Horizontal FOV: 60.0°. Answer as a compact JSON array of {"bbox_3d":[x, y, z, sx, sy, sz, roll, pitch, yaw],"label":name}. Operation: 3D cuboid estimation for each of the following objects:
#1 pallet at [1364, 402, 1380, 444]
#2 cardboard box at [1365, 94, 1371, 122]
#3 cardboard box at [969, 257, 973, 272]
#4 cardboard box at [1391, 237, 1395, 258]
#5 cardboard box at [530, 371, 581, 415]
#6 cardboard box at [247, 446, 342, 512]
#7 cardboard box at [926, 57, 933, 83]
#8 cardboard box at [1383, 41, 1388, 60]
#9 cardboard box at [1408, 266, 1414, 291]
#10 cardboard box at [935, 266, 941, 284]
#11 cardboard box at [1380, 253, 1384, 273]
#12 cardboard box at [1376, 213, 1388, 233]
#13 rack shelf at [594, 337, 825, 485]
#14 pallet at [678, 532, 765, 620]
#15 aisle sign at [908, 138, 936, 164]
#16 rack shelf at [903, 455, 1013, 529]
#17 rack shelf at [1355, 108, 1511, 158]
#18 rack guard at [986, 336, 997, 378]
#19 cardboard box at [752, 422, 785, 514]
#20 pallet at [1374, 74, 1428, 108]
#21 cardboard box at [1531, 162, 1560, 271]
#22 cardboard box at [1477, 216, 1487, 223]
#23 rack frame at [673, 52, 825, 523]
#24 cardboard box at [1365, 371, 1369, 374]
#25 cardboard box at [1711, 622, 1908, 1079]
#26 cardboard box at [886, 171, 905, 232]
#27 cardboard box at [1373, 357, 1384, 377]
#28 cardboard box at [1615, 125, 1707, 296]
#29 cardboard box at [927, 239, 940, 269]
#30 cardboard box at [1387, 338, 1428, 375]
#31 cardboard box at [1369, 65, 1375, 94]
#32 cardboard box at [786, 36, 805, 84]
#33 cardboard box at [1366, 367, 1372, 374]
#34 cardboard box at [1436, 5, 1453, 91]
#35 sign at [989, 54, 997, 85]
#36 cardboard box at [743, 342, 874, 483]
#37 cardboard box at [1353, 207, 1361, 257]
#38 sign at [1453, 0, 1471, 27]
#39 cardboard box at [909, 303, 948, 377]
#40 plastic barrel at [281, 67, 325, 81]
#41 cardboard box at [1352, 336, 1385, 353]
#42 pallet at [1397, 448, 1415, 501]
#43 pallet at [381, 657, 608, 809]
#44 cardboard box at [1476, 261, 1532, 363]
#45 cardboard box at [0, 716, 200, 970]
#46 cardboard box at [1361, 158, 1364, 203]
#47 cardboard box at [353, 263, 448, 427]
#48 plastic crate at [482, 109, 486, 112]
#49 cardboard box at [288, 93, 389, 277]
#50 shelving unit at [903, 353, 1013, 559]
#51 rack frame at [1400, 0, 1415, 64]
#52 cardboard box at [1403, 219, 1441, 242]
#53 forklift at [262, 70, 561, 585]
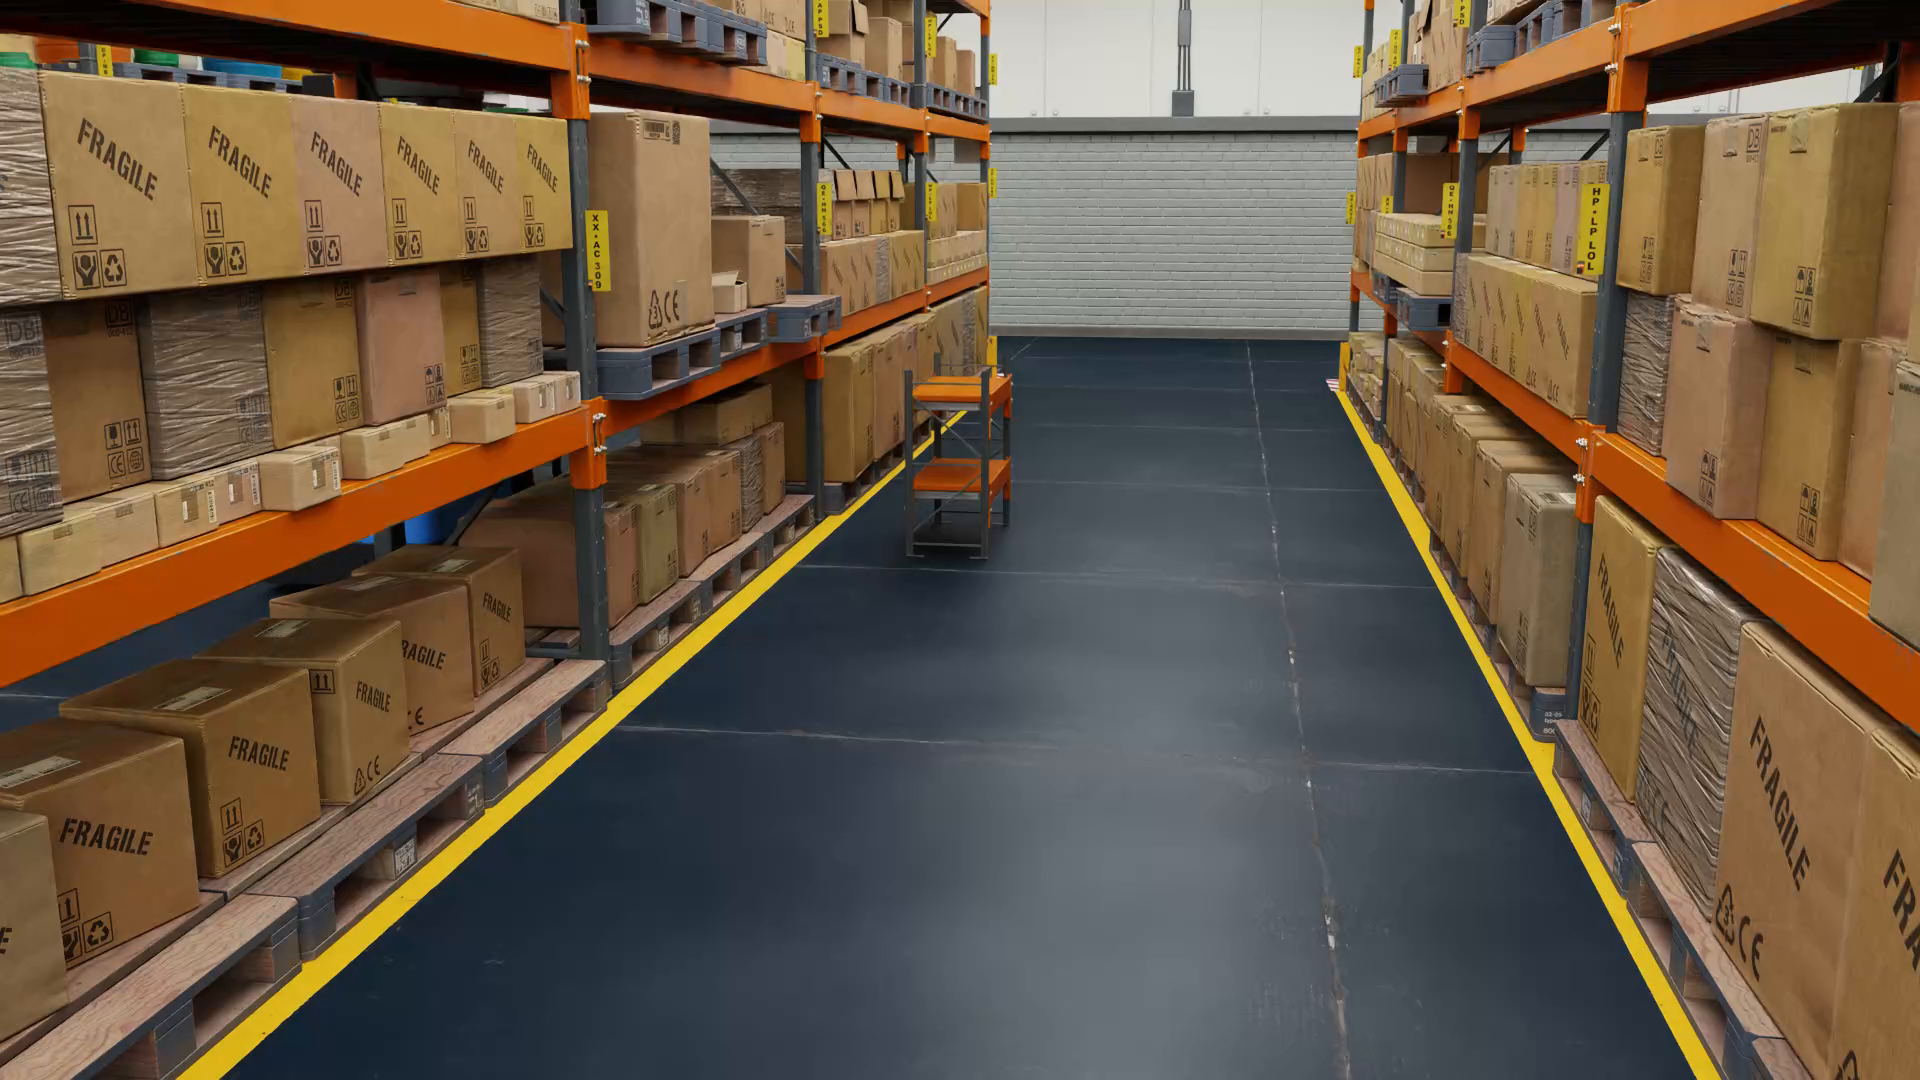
[{"bbox_3d":[4.160,-1.039,14.811,1.003,0.211,1.213,2,12,9],"label":"pallet"},{"bbox_3d":[4.300,-4.292,16.524,0.500,0.250,0.500,2,12,10],"label":"cardboard box"},{"bbox_3d":[-0.064,-2.855,17.217,0.380,0.149,0.250,2,12,7],"label":"cardboard box"},{"bbox_3d":[3.380,-2.148,12.235,0.380,0.149,0.250,2,12,8],"label":"cardboard box"},{"bbox_3d":[-1.767,-0.600,6.754,0.380,0.149,0.250,2,12,9],"label":"cardboard box"},{"bbox_3d":[-2.034,-0.182,4.816,0.380,0.149,0.250,2,12,9],"label":"cardboard box"},{"bbox_3d":[-0.646,-4.489,15.609,0.700,0.500,0.500,3,12,12],"label":"cardboard box"},{"bbox_3d":[4.043,-4.437,15.065,0.380,0.149,0.250,2,12,8],"label":"cardboard box"},{"bbox_3d":[3.177,-1.733,11.016,0.380,0.149,0.250,2,12,10],"label":"cardboard box"},{"bbox_3d":[-0.379,-2.425,15.223,0.380,0.149,0.250,1,12,7],"label":"cardboard box"},{"bbox_3d":[3.497,-2.166,13.025,0.380,0.149,0.250,2,12,9],"label":"cardboard box"},{"bbox_3d":[3.576,-2.567,13.472,0.380,0.149,0.250,3,12,12],"label":"cardboard box"},{"bbox_3d":[-1.717,-0.842,8.987,1.077,0.370,4.000,2,12,9],"label":"rack shelf"},{"bbox_3d":[-1.721,0.169,9.207,1.003,0.211,1.213,2,12,9],"label":"pallet"},{"bbox_3d":[-0.464,-4.571,18.411,0.394,0.787,0.004,2,12,9],"label":"aisle sign"},{"bbox_3d":[0.001,-0.312,10.433,0.538,0.278,1.000,2,12,9],"label":"rack shelf"},{"bbox_3d":[4.399,-3.792,15.555,1.077,0.370,4.000,2,12,9],"label":"rack shelf"},{"bbox_3d":[-0.175,-2.058,18.857,1.175,0.500,0.348,2,12,9],"label":"rack guard"},{"bbox_3d":[-1.492,-0.463,10.410,0.700,0.500,0.500,1,12,6],"label":"cardboard box"},{"bbox_3d":[3.891,-3.510,12.987,1.213,0.211,1.003,2,12,9],"label":"pallet"},{"bbox_3d":[3.166,-1.554,7.973,0.700,0.500,0.500,2,12,8],"label":"cardboard box"},{"bbox_3d":[4.059,-2.329,12.366,0.380,0.149,0.250,1,12,7],"label":"cardboard box"},{"bbox_3d":[-1.409,-1.610,10.843,1.000,3.000,0.127,2,12,9],"label":"rack frame"},{"bbox_3d":[4.226,-1.591,16.528,0.380,0.149,0.250,2,12,9],"label":"cardboard box"},{"bbox_3d":[2.418,0.744,3.967,0.875,0.875,0.875,2,12,8],"label":"cardboard box"},{"bbox_3d":[-0.884,-2.849,13.972,0.797,0.503,0.637,2,12,7],"label":"cardboard box"},{"bbox_3d":[3.920,-1.552,14.934,0.380,0.149,0.250,2,12,8],"label":"cardboard box"},{"bbox_3d":[2.770,-1.121,5.655,0.875,0.550,0.550,2,12,9],"label":"cardboard box"},{"bbox_3d":[-0.463,-2.604,15.106,0.500,0.250,0.500,2,12,8],"label":"cardboard box"},{"bbox_3d":[3.717,-1.465,13.330,0.500,0.250,0.500,1,12,6],"label":"cardboard box"},{"bbox_3d":[4.214,-4.434,15.999,0.500,0.250,0.500,2,12,9],"label":"cardboard box"},{"bbox_3d":[-1.240,-2.896,10.047,0.500,0.250,0.500,2,12,9],"label":"cardboard box"},{"bbox_3d":[4.231,-1.733,16.477,0.380,0.149,0.250,1,12,6],"label":"cardboard box"},{"bbox_3d":[3.377,-3.175,10.748,0.500,0.500,0.500,2,12,9],"label":"cardboard box"},{"bbox_3d":[0.355,-5.115,18.075,0.100,0.325,0.005,2,12,9],"label":"sign"},{"bbox_3d":[-1.282,-0.919,11.686,1.225,0.875,0.875,1,12,6],"label":"cardboard box"},{"bbox_3d":[4.365,-3.203,17.293,0.500,0.500,0.500,2,12,11],"label":"cardboard box"},{"bbox_3d":[2.940,-3.165,9.713,0.100,0.325,0.005,2,12,9],"label":"sign"},{"bbox_3d":[-0.613,-1.744,15.512,0.875,0.875,0.875,2,12,9],"label":"cardboard box"},{"bbox_3d":[-5.628,-4.170,14.159,0.600,0.588,0.600,0,12,0],"label":"plastic barrel"},{"bbox_3d":[4.202,-1.988,16.957,0.380,0.149,0.250,2,12,8],"label":"cardboard box"},{"bbox_3d":[3.788,-0.481,12.223,1.003,0.211,1.213,2,12,9],"label":"pallet"},{"bbox_3d":[-2.093,0.727,6.619,1.003,0.211,1.213,2,12,9],"label":"pallet"},{"bbox_3d":[2.987,-1.181,8.618,0.500,0.500,0.500,2,12,9],"label":"cardboard box"},{"bbox_3d":[-2.469,0.817,4.518,0.500,0.500,0.500,5,13,23],"label":"cardboard box"},{"bbox_3d":[4.304,-3.586,16.698,0.500,0.500,0.500,2,12,10],"label":"cardboard box"},{"bbox_3d":[-2.244,-0.669,5.536,0.875,0.500,0.500,2,12,9],"label":"cardboard box"},{"bbox_3d":[-5.145,-4.335,16.994,0.437,0.136,0.530,2,12,9],"label":"plastic crate"},{"bbox_3d":[-2.055,-1.045,4.908,0.500,0.500,0.500,2,12,9],"label":"cardboard box"},{"bbox_3d":[0.001,-0.551,10.381,0.538,1.125,1.048,2,12,9],"label":"shelving unit"},{"bbox_3d":[4.091,-5.193,13.231,1.000,3.000,0.127,2,12,9],"label":"rack frame"},{"bbox_3d":[3.260,-2.131,11.447,0.380,0.149,0.250,2,12,9],"label":"cardboard box"},{"bbox_3d":[-3.089,-1.427,10.156,1.130,2.935,3.031,2,12,9],"label":"forklift"}]
